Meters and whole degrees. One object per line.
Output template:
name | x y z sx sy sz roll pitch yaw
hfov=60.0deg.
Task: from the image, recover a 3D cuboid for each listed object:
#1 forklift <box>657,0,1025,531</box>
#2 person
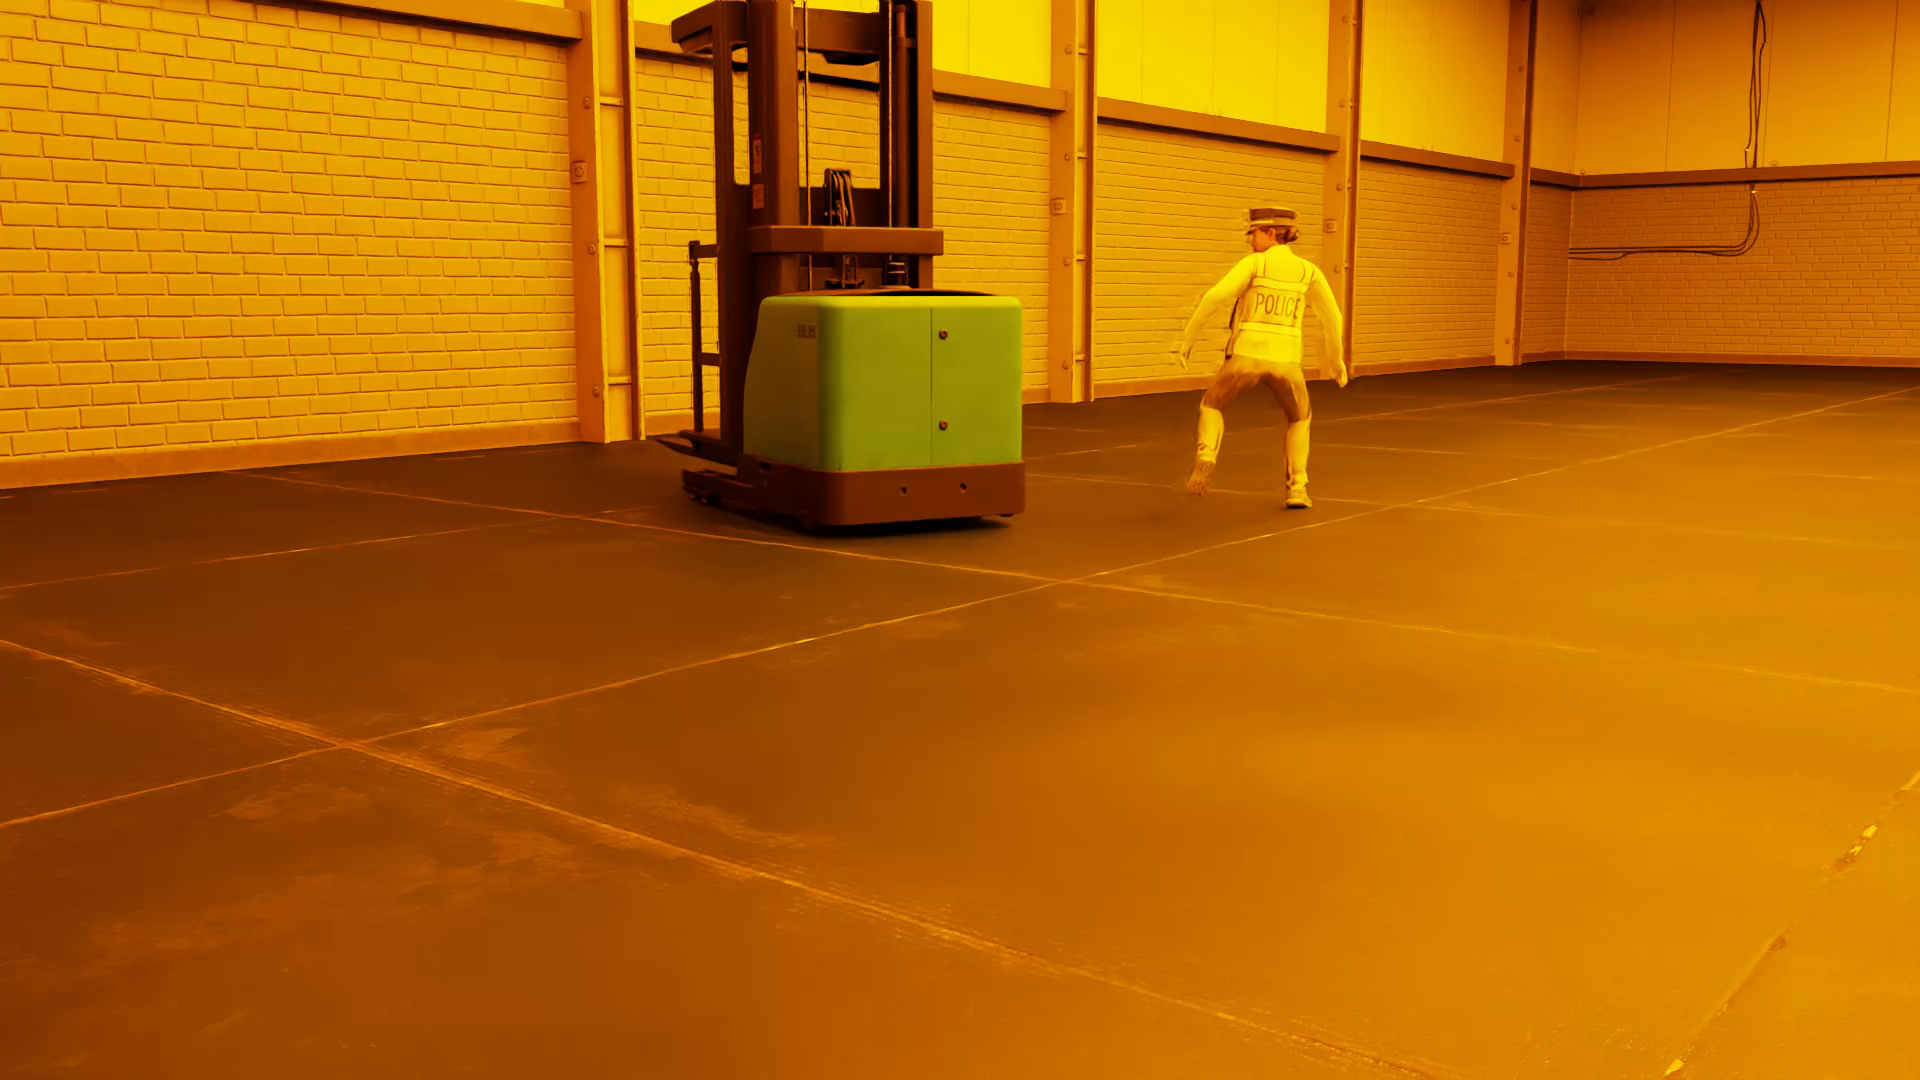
forklift | -0.826 -1.666 8.669 1.130 2.935 3.031 -4 9 -27
person | 1.554 -0.915 8.478 0.908 1.555 0.483 0 8 0
